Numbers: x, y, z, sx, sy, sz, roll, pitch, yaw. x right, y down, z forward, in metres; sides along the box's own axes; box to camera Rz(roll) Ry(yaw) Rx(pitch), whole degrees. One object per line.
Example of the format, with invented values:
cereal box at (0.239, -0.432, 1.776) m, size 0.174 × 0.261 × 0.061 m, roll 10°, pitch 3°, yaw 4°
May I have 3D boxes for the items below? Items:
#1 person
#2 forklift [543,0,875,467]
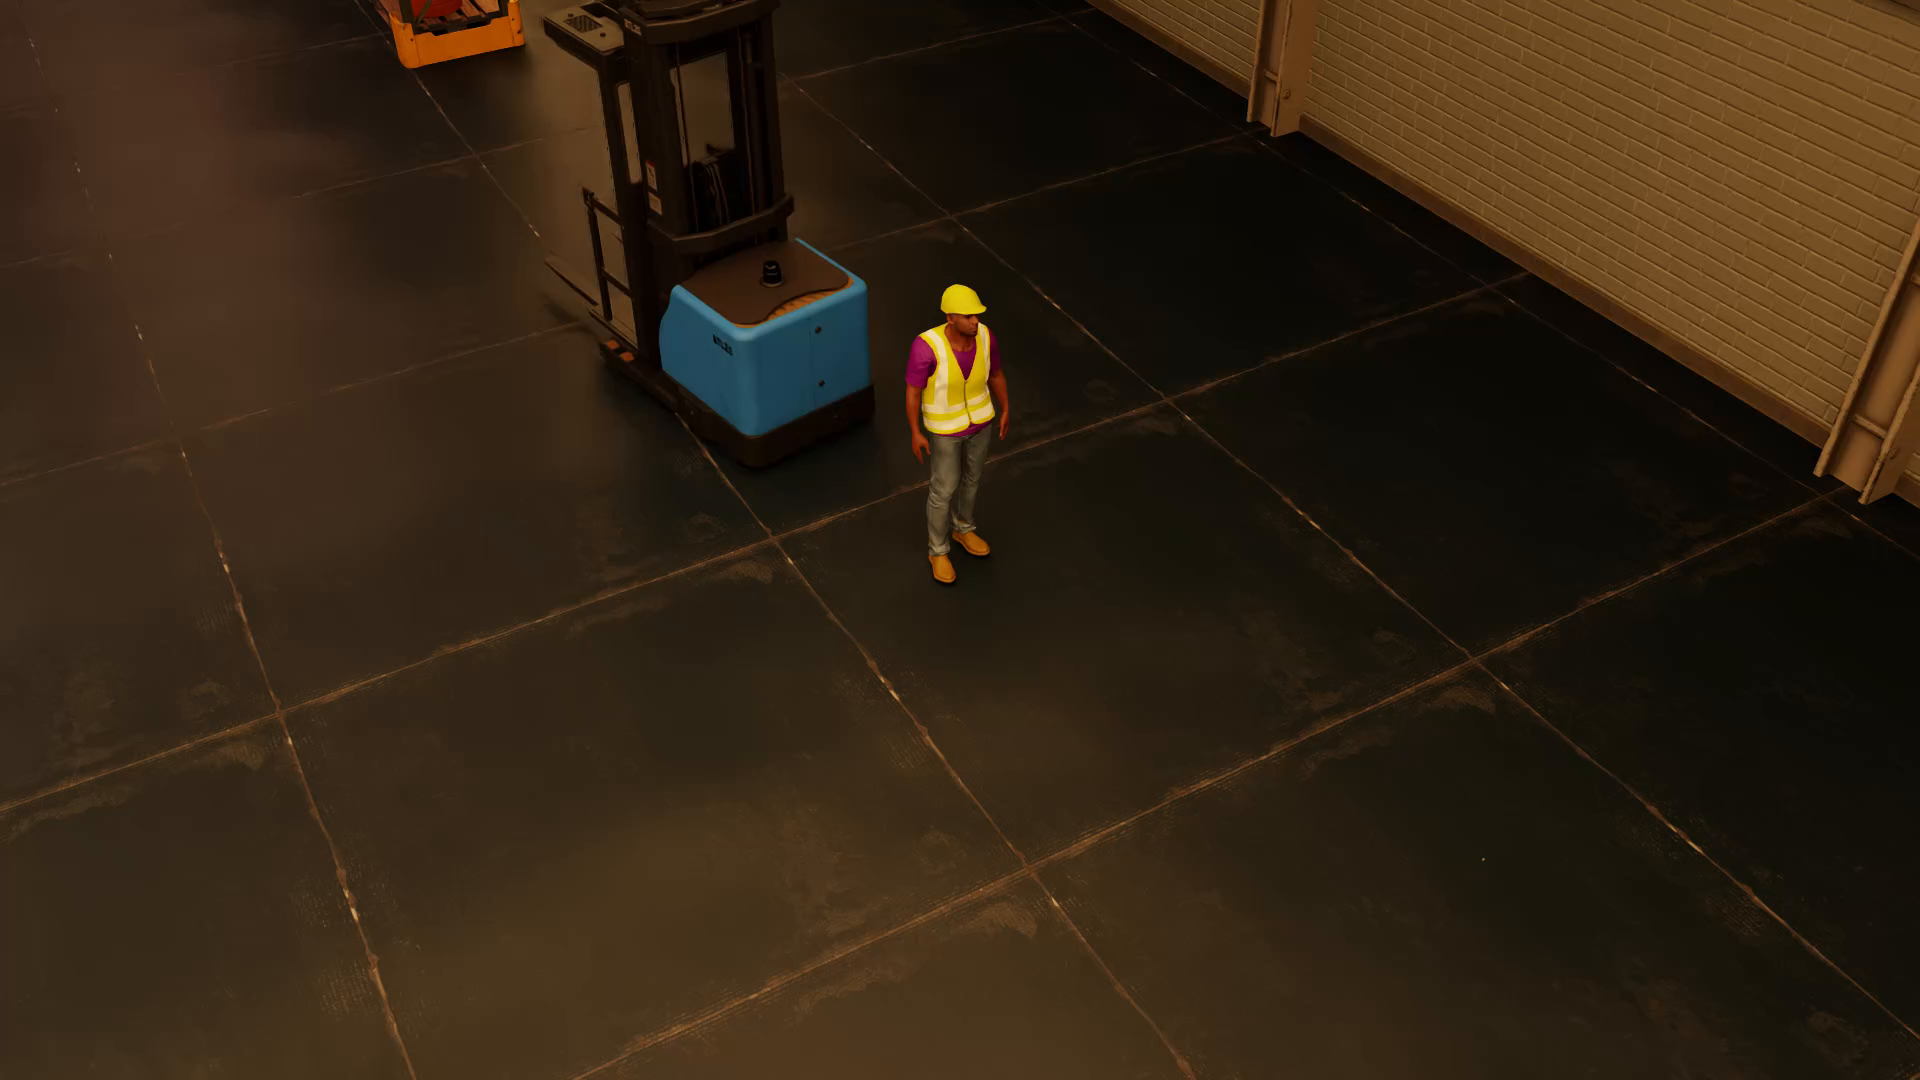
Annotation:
person at (0.030, -0.645, 9.715) m, size 0.665 × 1.768 × 0.575 m, roll -20°, pitch 44°, yaw -23°
forklift at (-1.910, -2.473, 11.017) m, size 1.130 × 2.935 × 3.031 m, roll -28°, pitch 47°, yaw -30°
